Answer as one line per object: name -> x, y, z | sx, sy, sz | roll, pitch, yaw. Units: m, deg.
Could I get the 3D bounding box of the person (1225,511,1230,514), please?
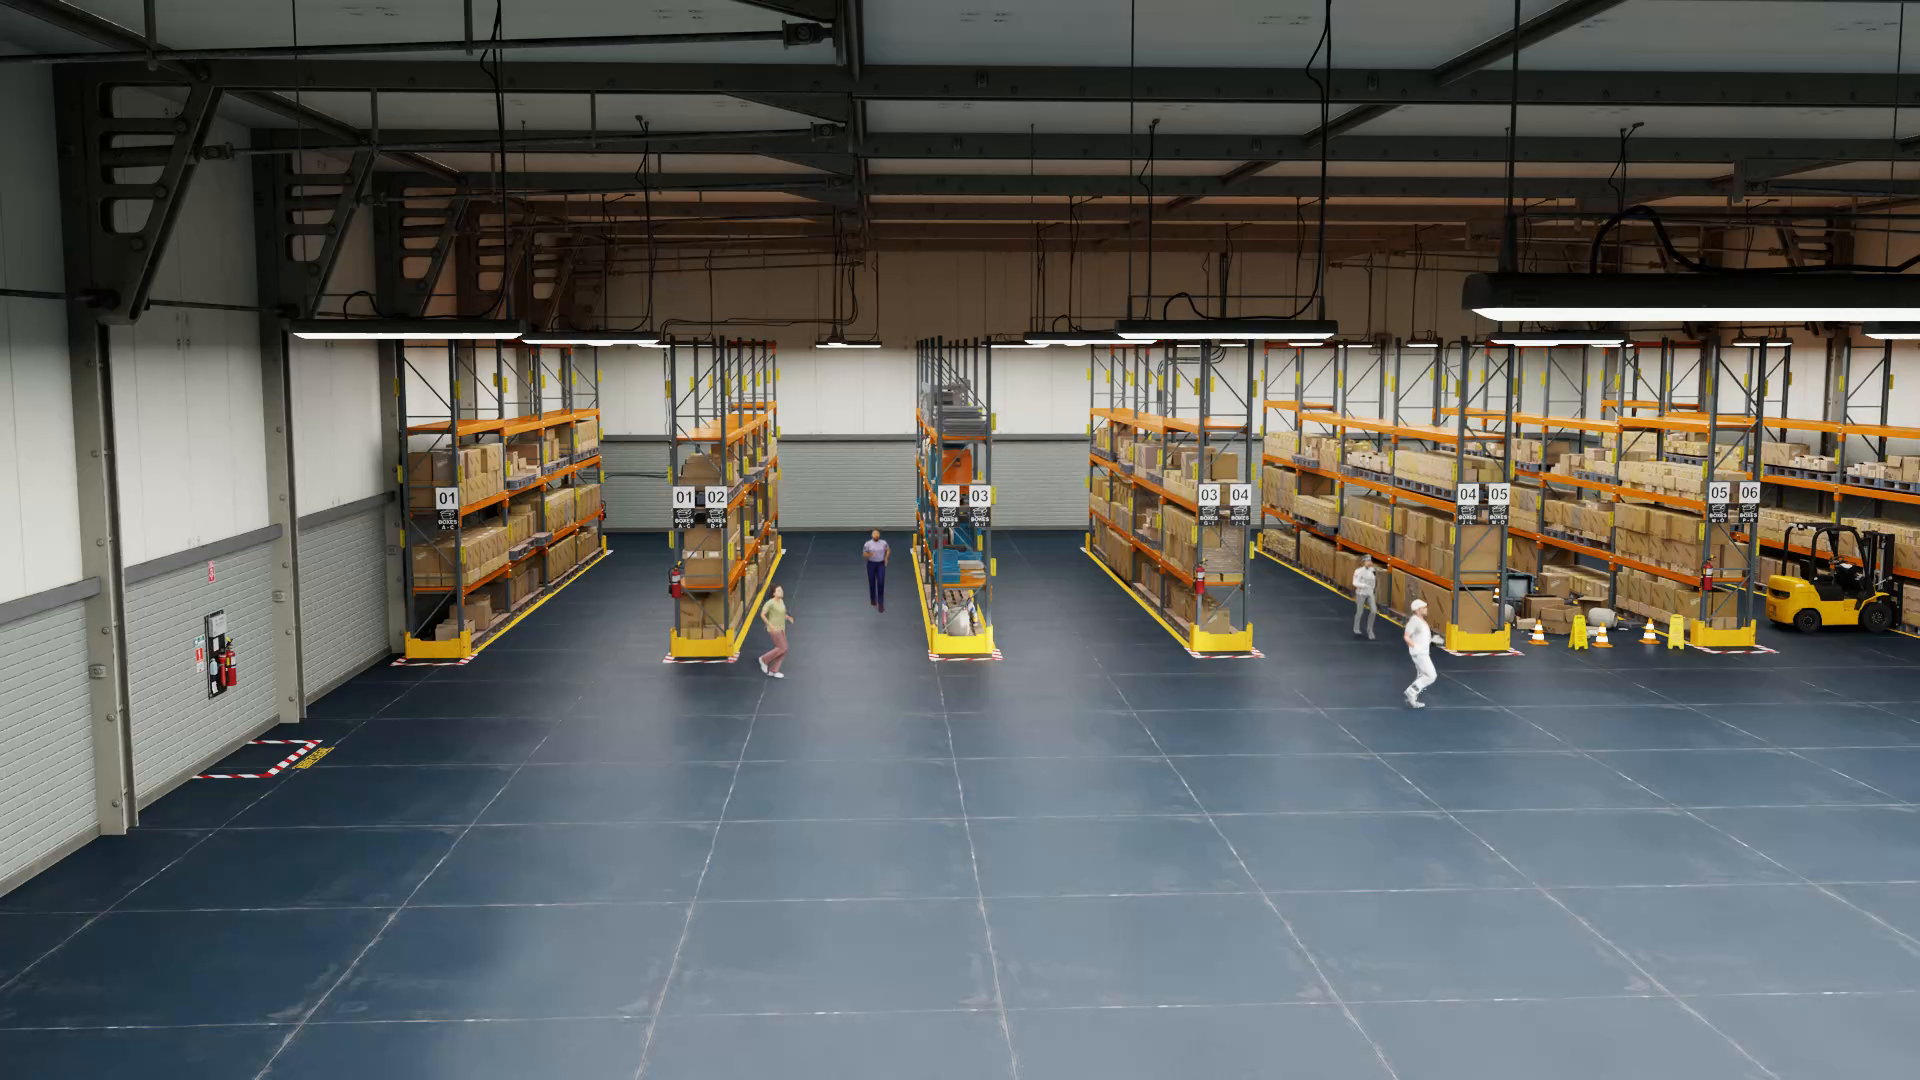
person -> 7.493, -0.297, 45.886 | 0.492, 1.678, 0.803 | 0, 7, -4

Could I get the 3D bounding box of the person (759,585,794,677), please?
person -> -3.226, 1.595, 29.300 | 0.568, 1.637, 0.570 | 3, 7, 25

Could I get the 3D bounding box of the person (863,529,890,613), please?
person -> -1.772, 0.640, 35.248 | 0.584, 1.758, 0.678 | 0, 7, -3

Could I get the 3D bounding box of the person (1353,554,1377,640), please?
person -> 8.094, 1.124, 33.218 | 0.556, 1.725, 0.770 | -1, 7, -7

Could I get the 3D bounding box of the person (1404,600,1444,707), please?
person -> 7.425, 1.824, 26.618 | 0.581, 1.741, 0.644 | 3, 7, 22
